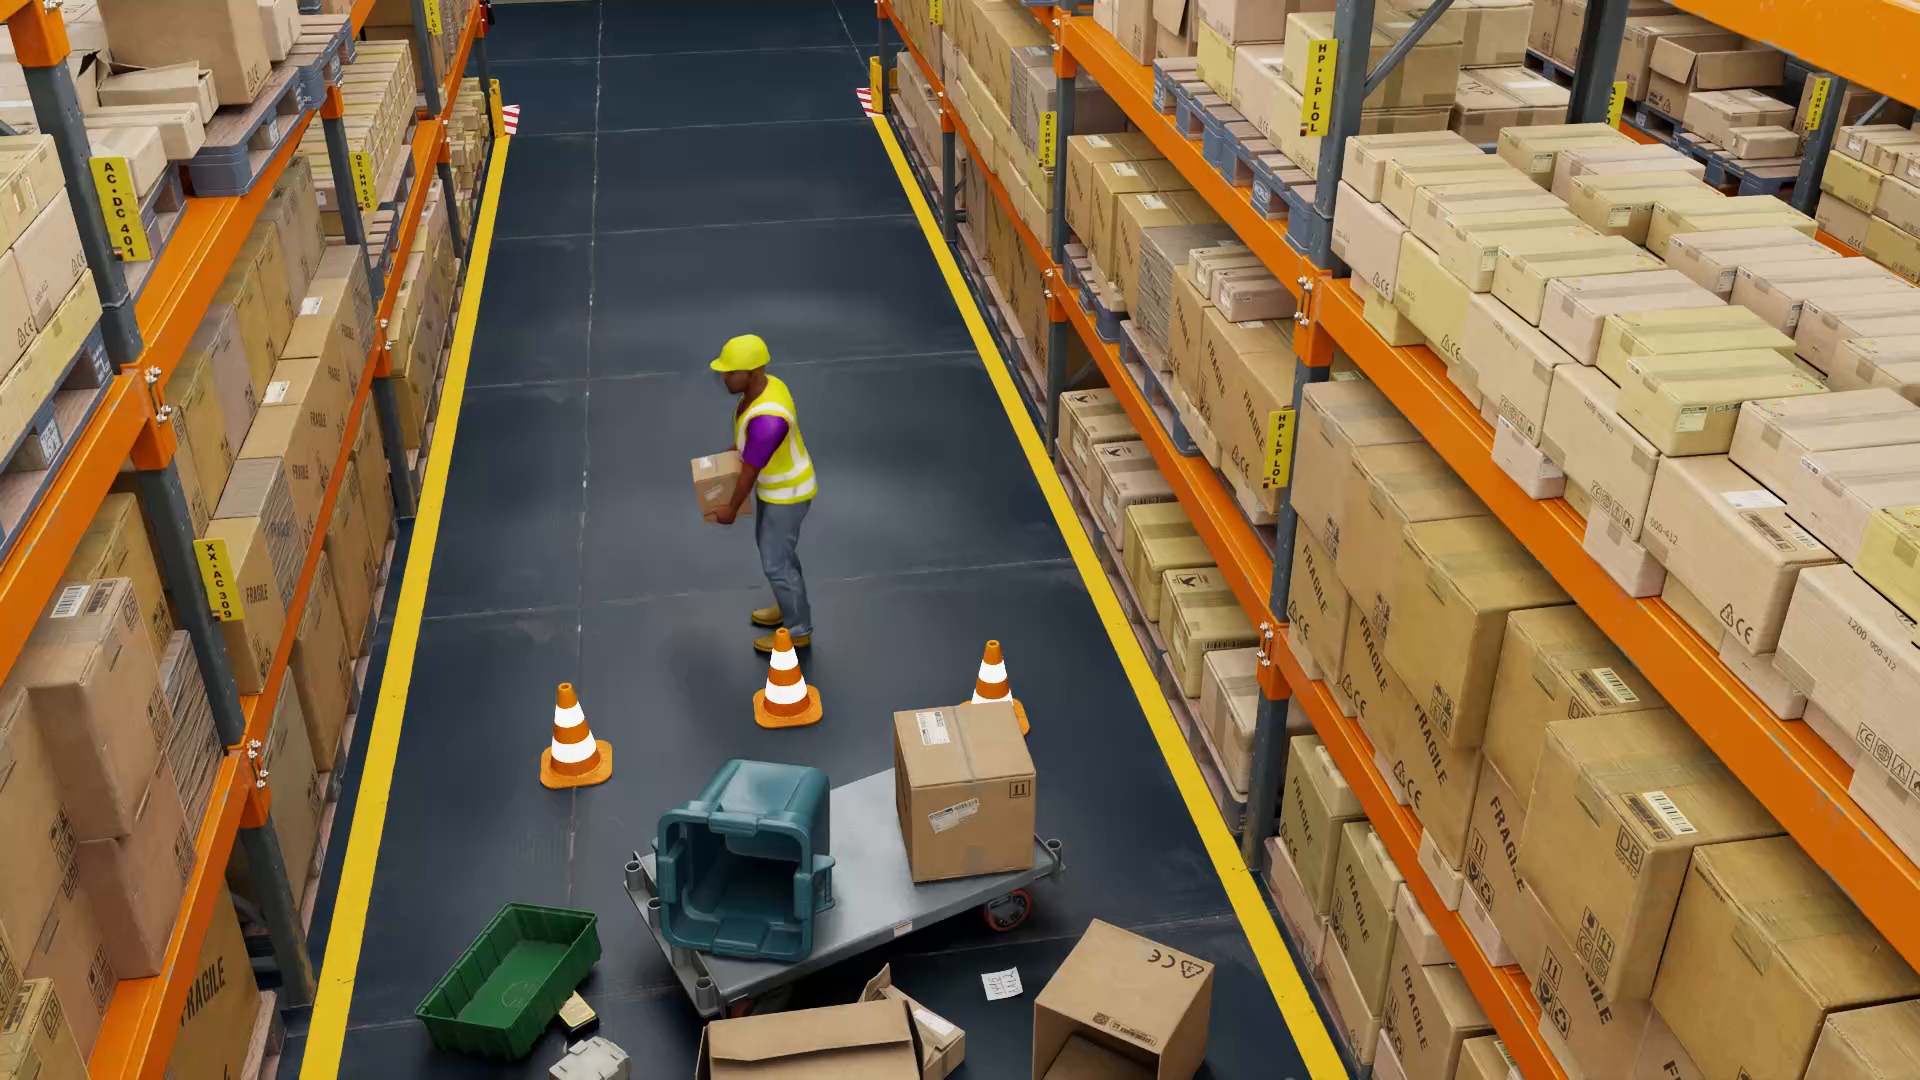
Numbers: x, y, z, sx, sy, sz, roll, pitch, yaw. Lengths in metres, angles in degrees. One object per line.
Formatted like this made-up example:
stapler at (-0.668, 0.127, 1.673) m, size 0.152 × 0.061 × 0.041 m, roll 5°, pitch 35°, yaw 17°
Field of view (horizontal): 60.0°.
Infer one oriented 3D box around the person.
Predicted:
person at (-1.031, -0.239, 8.532) m, size 0.593 × 1.746 × 0.501 m, roll -6°, pitch 31°, yaw -10°
